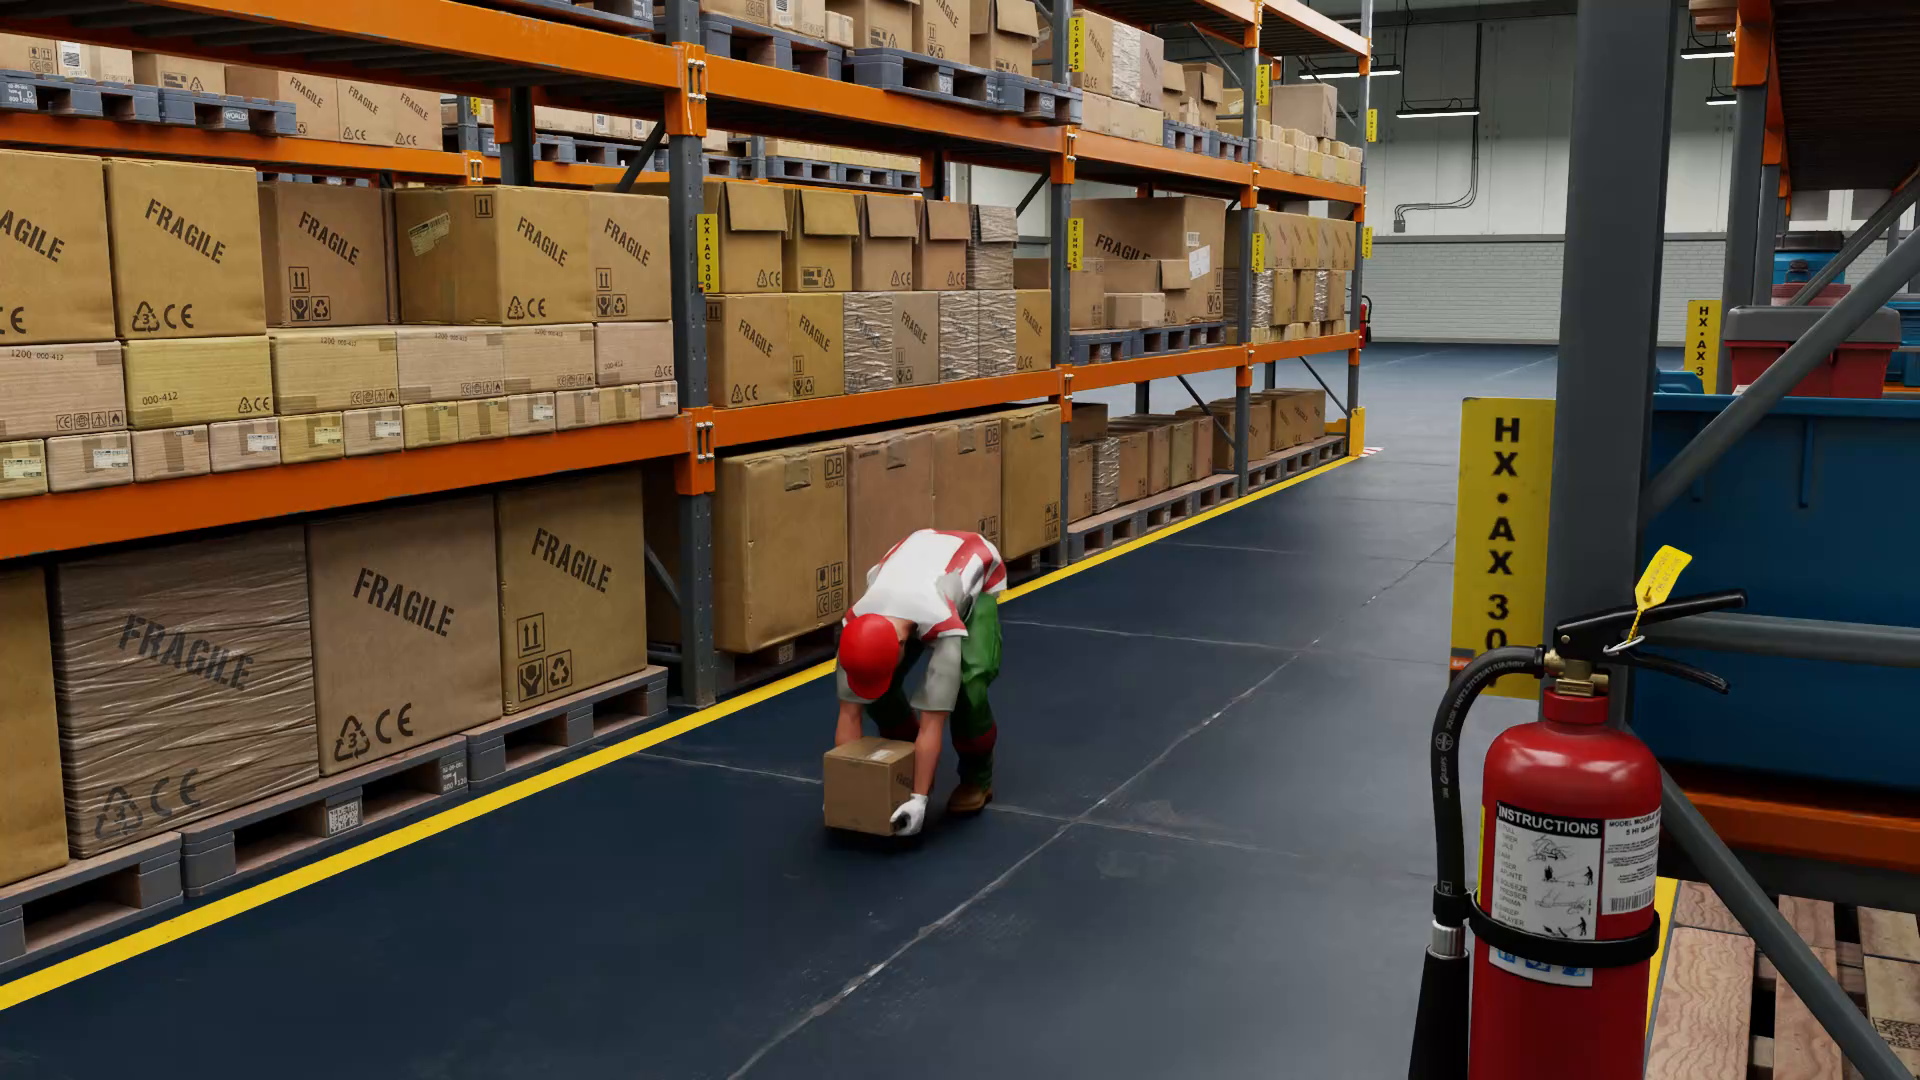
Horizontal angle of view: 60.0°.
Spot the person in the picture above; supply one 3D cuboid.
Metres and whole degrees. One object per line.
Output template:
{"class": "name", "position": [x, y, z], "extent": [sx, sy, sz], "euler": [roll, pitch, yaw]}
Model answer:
{"class": "person", "position": [-0.148, 0.485, 5.780], "extent": [0.530, 0.983, 0.948], "euler": [4, 10, 23]}
